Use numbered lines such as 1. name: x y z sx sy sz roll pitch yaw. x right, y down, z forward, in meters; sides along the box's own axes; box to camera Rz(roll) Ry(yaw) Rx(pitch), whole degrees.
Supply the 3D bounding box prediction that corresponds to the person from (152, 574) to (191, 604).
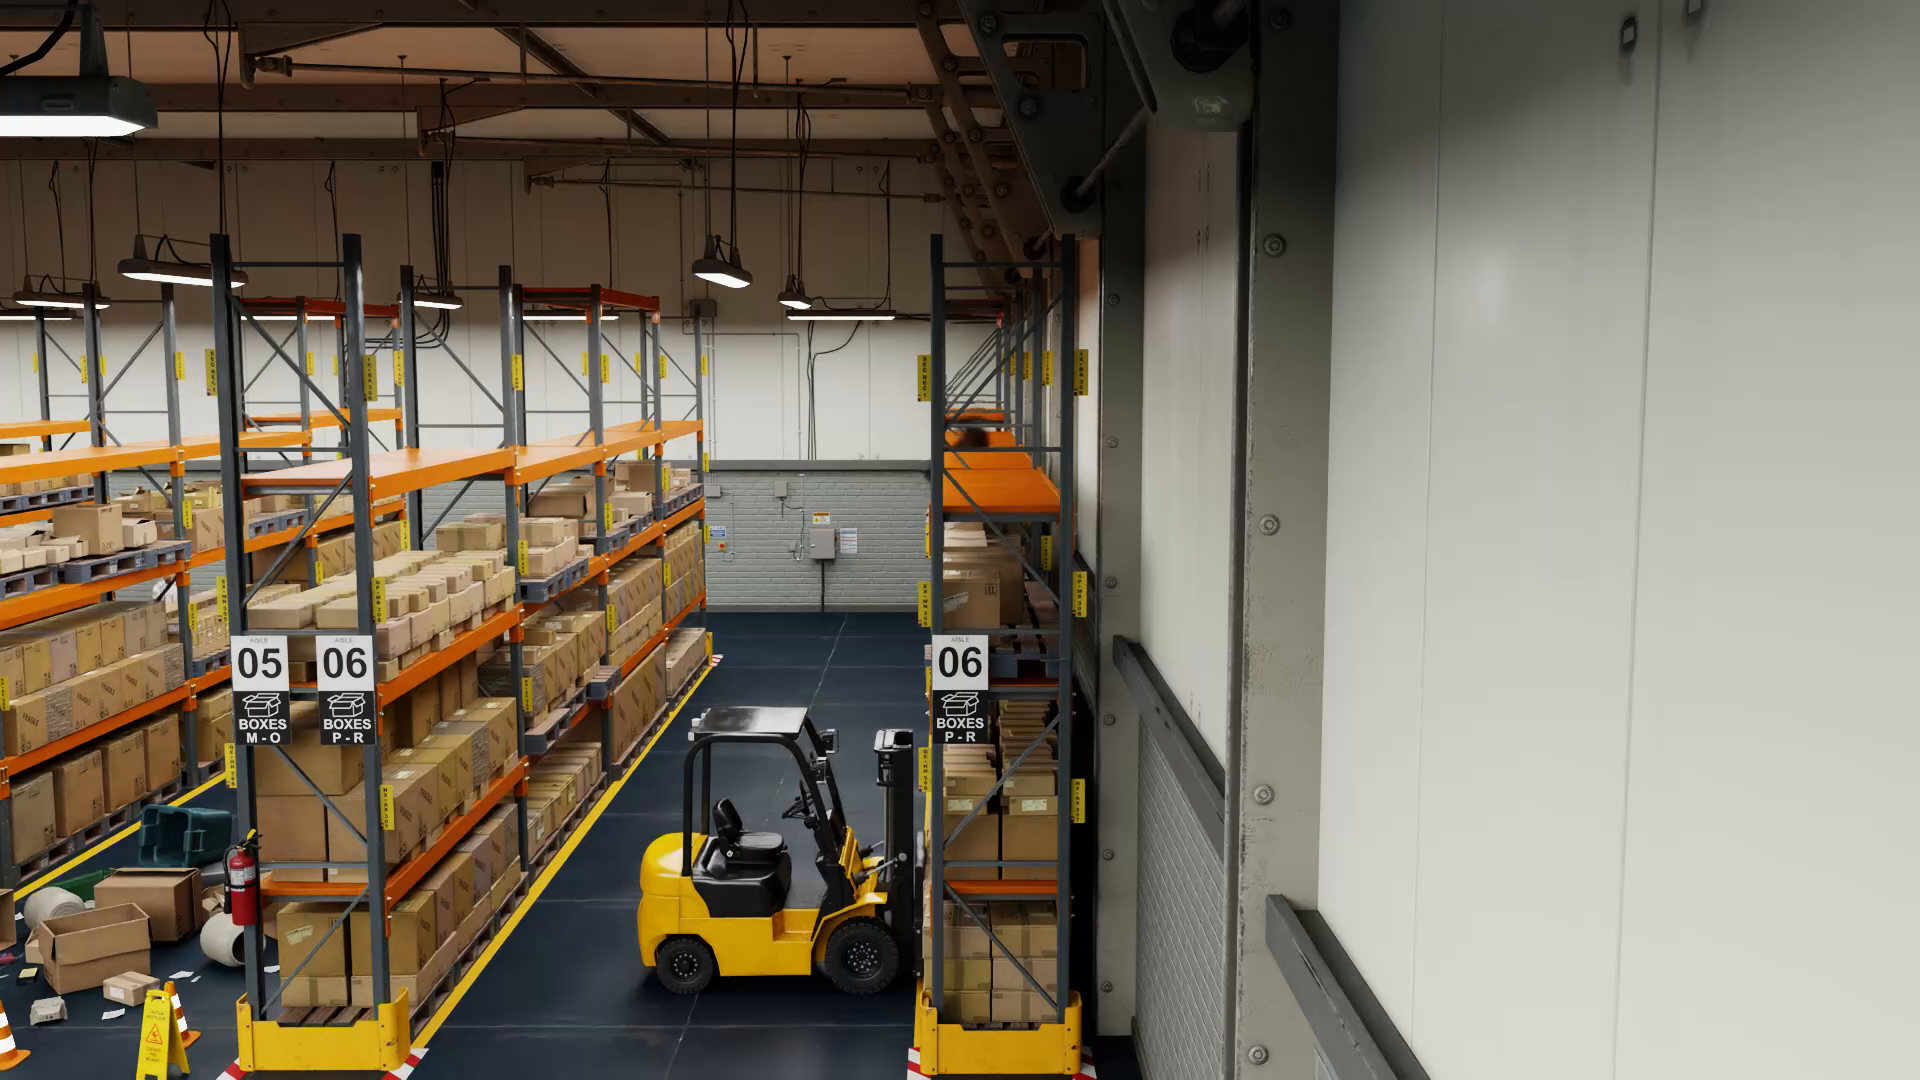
1. person: -13.250 1.258 27.995 0.603 1.655 0.726 -2 7 -21
